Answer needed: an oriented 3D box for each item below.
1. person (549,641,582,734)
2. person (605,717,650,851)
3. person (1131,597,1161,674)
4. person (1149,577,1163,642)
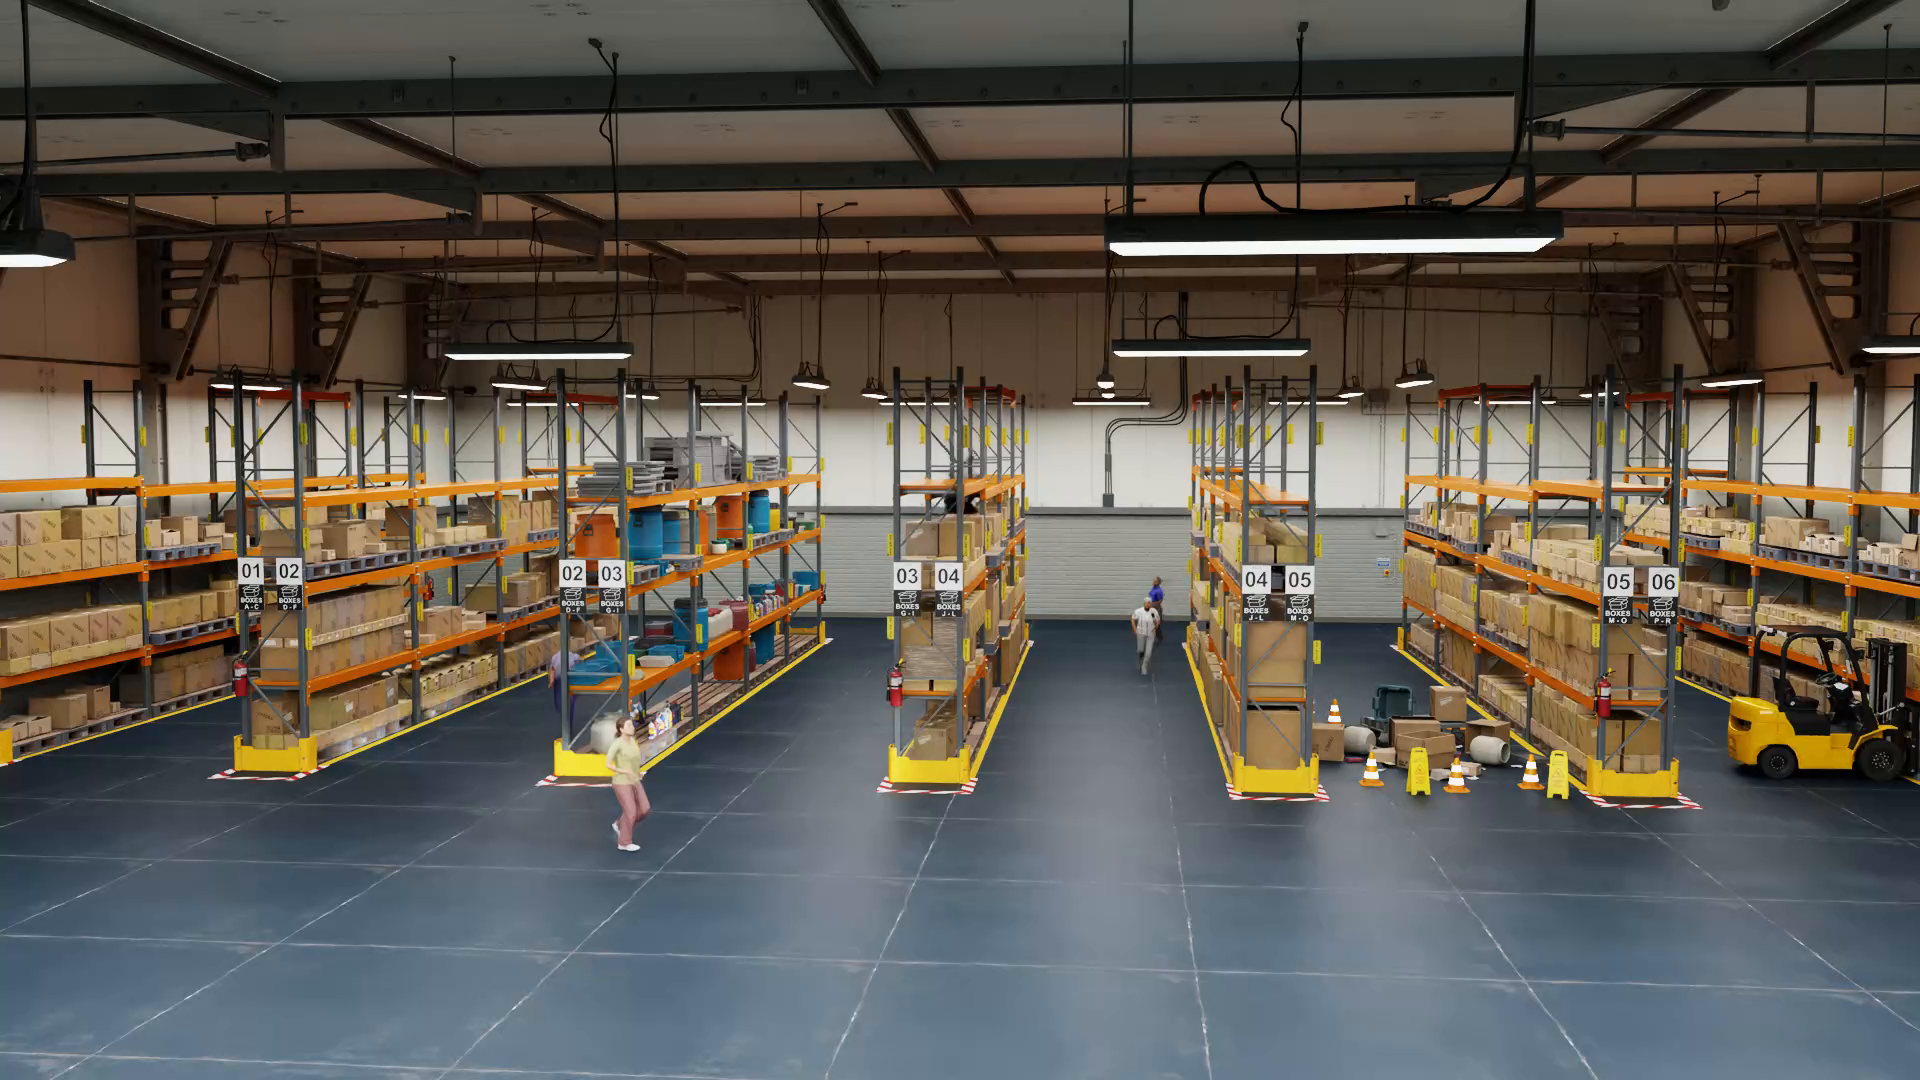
[{"bbox_3d":[-6.664,2.468,28.200,0.593,1.588,0.586,0,4,-3],"label":"person"},{"bbox_3d":[-3.992,2.940,20.074,0.486,1.628,0.597,2,4,28],"label":"person"},{"bbox_3d":[3.931,2.018,35.061,0.610,1.624,0.526,0,4,0],"label":"person"},{"bbox_3d":[4.707,1.711,40.100,0.662,1.675,0.605,-2,4,-33],"label":"person"}]
